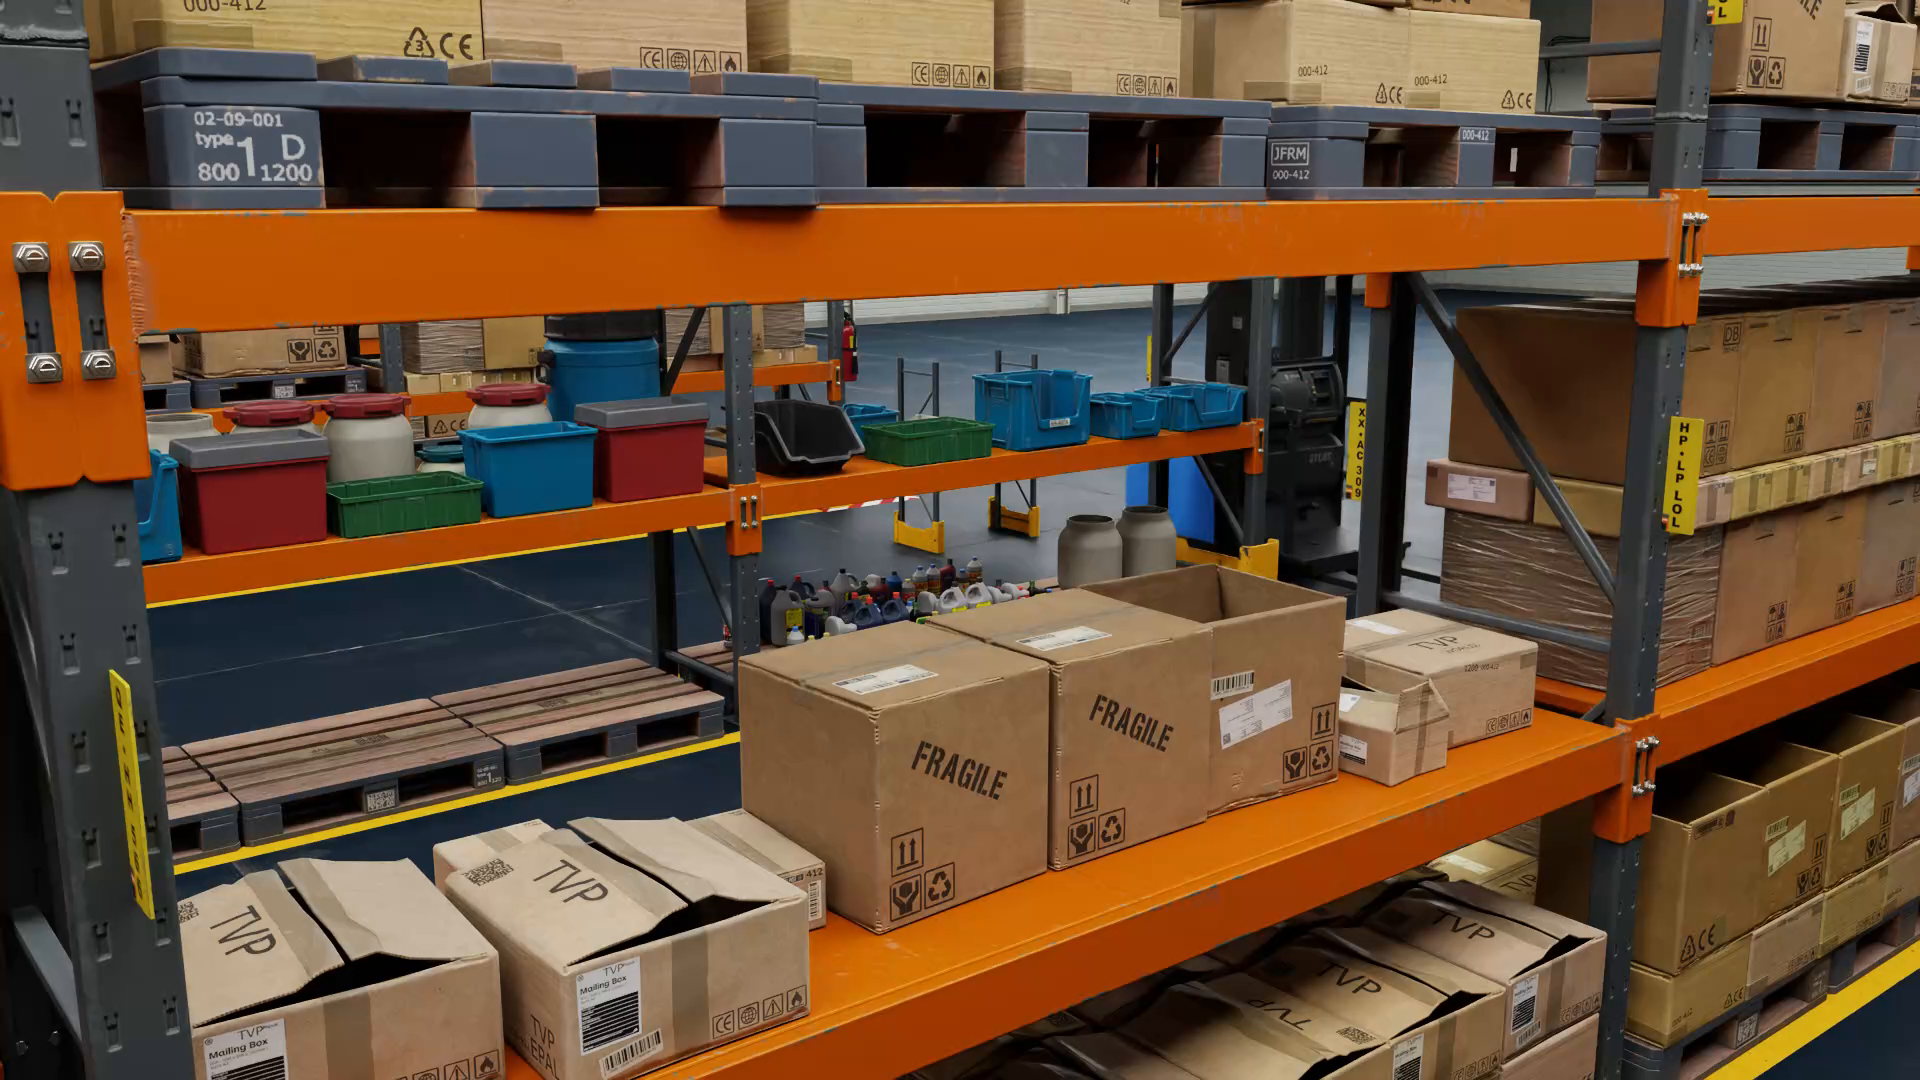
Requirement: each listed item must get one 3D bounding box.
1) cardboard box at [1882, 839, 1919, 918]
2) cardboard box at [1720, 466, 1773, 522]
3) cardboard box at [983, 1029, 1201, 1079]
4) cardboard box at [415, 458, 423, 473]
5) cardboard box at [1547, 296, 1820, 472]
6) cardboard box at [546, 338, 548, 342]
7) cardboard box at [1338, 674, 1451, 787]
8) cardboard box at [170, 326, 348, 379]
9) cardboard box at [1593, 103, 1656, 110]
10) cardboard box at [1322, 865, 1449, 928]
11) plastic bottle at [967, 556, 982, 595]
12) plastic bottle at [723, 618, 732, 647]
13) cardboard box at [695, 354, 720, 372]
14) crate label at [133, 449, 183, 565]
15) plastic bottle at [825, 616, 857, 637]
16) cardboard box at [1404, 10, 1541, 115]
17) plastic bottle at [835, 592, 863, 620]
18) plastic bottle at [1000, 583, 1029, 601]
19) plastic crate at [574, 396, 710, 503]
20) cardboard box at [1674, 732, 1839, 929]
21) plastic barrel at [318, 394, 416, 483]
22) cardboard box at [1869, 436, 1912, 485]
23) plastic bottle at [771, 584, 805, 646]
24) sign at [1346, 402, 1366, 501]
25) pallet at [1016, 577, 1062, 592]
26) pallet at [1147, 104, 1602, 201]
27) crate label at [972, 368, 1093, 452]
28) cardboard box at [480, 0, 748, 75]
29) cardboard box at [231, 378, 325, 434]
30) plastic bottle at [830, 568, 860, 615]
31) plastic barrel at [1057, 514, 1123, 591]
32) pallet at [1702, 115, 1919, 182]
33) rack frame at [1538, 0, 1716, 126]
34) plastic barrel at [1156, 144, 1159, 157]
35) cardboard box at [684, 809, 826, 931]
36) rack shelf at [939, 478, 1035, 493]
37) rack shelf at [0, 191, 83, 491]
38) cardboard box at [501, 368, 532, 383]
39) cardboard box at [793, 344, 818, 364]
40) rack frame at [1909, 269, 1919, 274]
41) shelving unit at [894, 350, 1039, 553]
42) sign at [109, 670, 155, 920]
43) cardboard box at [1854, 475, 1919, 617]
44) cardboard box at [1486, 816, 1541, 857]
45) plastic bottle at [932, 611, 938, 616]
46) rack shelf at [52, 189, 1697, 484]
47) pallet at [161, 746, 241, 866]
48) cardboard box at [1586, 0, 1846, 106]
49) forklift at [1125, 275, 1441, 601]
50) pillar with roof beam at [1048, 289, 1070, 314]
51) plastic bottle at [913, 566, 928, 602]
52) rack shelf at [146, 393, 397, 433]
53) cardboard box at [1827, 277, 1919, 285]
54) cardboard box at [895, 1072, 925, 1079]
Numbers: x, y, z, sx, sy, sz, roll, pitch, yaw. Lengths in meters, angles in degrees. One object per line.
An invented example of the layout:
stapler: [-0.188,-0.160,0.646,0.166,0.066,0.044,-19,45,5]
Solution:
cardboard box: [3.399,1.195,6.386,0.500,0.250,0.500,-9,15,-38]
cardboard box: [2.401,-0.175,5.430,0.250,0.149,0.380,-10,16,-39]
cardboard box: [0.348,1.423,3.966,0.500,0.311,0.500,-10,15,-38]
cardboard box: [-4.175,-0.375,13.178,0.500,0.500,0.500,-10,16,-39]
cardboard box: [2.410,-0.547,5.620,0.500,0.500,0.700,-9,15,-38]
cardboard box: [-3.382,-1.730,13.596,0.500,0.500,0.875,-9,15,-38]
cardboard box: [1.102,0.470,4.515,0.258,0.266,0.396,-10,16,-39]
cardboard box: [-5.220,-1.765,12.263,1.000,1.000,1.000,-9,15,-37]
cardboard box: [2.445,-1.558,5.781,0.250,0.149,0.380,-9,15,-38]
cardboard box: [1.195,1.139,5.300,0.500,0.311,0.500,-9,15,-37]
plastic bottle: [0.095,0.242,10.777,0.097,0.271,0.097,0,12,0]
plastic bottle: [-1.329,0.513,9.669,0.097,0.201,0.097,0,12,0]
cardboard box: [-2.267,-1.543,14.280,0.250,0.149,0.380,-9,15,-38]
crate label: [-3.596,-0.126,6.917,0.616,0.435,0.502,-9,15,-38]
plastic bottle: [-0.660,0.557,9.280,0.135,0.276,0.152,-9,15,-36]
cardboard box: [1.187,-1.260,4.470,0.500,0.250,0.500,-8,14,-32]
plastic bottle: [-0.618,0.477,9.481,0.185,0.351,0.144,-9,15,-38]
plastic bottle: [0.332,0.393,10.056,0.135,0.276,0.152,-9,15,-37]
plastic crate: [-1.605,-0.462,8.429,0.583,0.464,0.402,-9,15,-38]
cardboard box: [2.617,0.958,5.699,0.500,0.500,0.500,-9,15,-38]
plastic barrel: [-2.875,-0.426,8.085,0.433,0.535,0.433,0,12,0]
cardboard box: [3.212,-0.310,6.067,0.250,0.149,0.380,-10,15,-38]
plastic bottle: [-1.005,0.431,9.698,0.185,0.351,0.144,-9,15,-38]
sign: [1.326,-0.291,5.504,0.005,0.325,0.100,-9,15,-38]
pallet: [1.038,0.424,11.124,1.213,0.211,1.003,-9,15,-38]
pallet: [0.993,-0.996,4.338,1.217,0.209,0.805,-10,16,-40]
crate label: [0.437,-0.797,10.074,0.616,0.435,0.502,-9,15,-38]
cardboard box: [-0.733,-0.958,3.049,0.500,0.250,0.500,-9,15,-36]
cardboard box: [-6.997,-1.400,17.106,0.875,0.875,0.875,-9,15,-37]
plastic bottle: [-0.693,0.340,10.123,0.185,0.351,0.144,-10,15,-38]
plastic barrel: [0.848,0.112,10.857,0.421,0.512,0.421,0,12,0]
pallet: [3.276,-1.436,6.159,1.213,0.211,1.003,-9,15,-38]
rack frame: [1.674,-2.674,4.556,0.127,3.000,1.000,-9,15,-38]
plastic barrel: [1.406,-2.861,10.615,0.708,0.830,0.600,-9,15,-38]
cardboard box: [-0.489,0.728,3.583,0.250,0.149,0.380,-8,14,-34]
rack shelf: [0.067,-0.569,13.562,1.000,0.185,0.538,-9,15,-38]
rack shelf: [-3.011,-0.076,1.276,4.000,0.370,1.077,-9,15,-38]
cardboard box: [-3.586,-1.304,13.152,0.250,0.149,0.380,-9,15,-38]
cardboard box: [-1.482,-1.672,14.887,0.250,0.149,0.380,-9,15,-38]
rack frame: [4.797,-0.258,7.623,0.127,3.000,1.000,-9,15,-38]
shelving unit: [0.060,-0.744,13.520,1.083,1.500,0.587,-9,15,-38]
sign: [-1.103,0.339,2.214,0.005,0.325,0.100,-9,15,-38]
cardboard box: [3.217,-0.047,6.389,0.500,0.500,0.700,-9,15,-36]
cardboard box: [2.297,0.875,6.090,0.500,0.500,0.500,-9,15,-38]
plastic bottle: [-0.145,0.516,9.656,0.097,0.201,0.097,0,12,0]
rack shelf: [0.112,-0.595,3.720,4.000,0.370,1.077,-9,15,-38]
pallet: [-3.912,1.246,7.254,1.213,0.211,1.003,-9,15,-38]
cardboard box: [2.232,-1.552,4.905,0.500,0.500,0.500,-8,14,-33]
forklift: [2.513,-1.091,11.712,1.130,2.935,3.031,-8,15,-34]
pillar with roof beam: [4.955,-8.905,33.902,0.548,9.000,9.100,-9,15,-38]
plastic bottle: [-0.251,0.299,10.506,0.097,0.271,0.097,0,12,0]
rack shelf: [-6.074,-0.735,11.601,4.000,0.370,1.077,-9,15,-38]
cardboard box: [3.976,-0.807,6.845,0.500,0.500,0.700,-10,16,-39]
cardboard box: [-0.397,1.404,4.055,0.500,0.311,0.500,-10,15,-38]
